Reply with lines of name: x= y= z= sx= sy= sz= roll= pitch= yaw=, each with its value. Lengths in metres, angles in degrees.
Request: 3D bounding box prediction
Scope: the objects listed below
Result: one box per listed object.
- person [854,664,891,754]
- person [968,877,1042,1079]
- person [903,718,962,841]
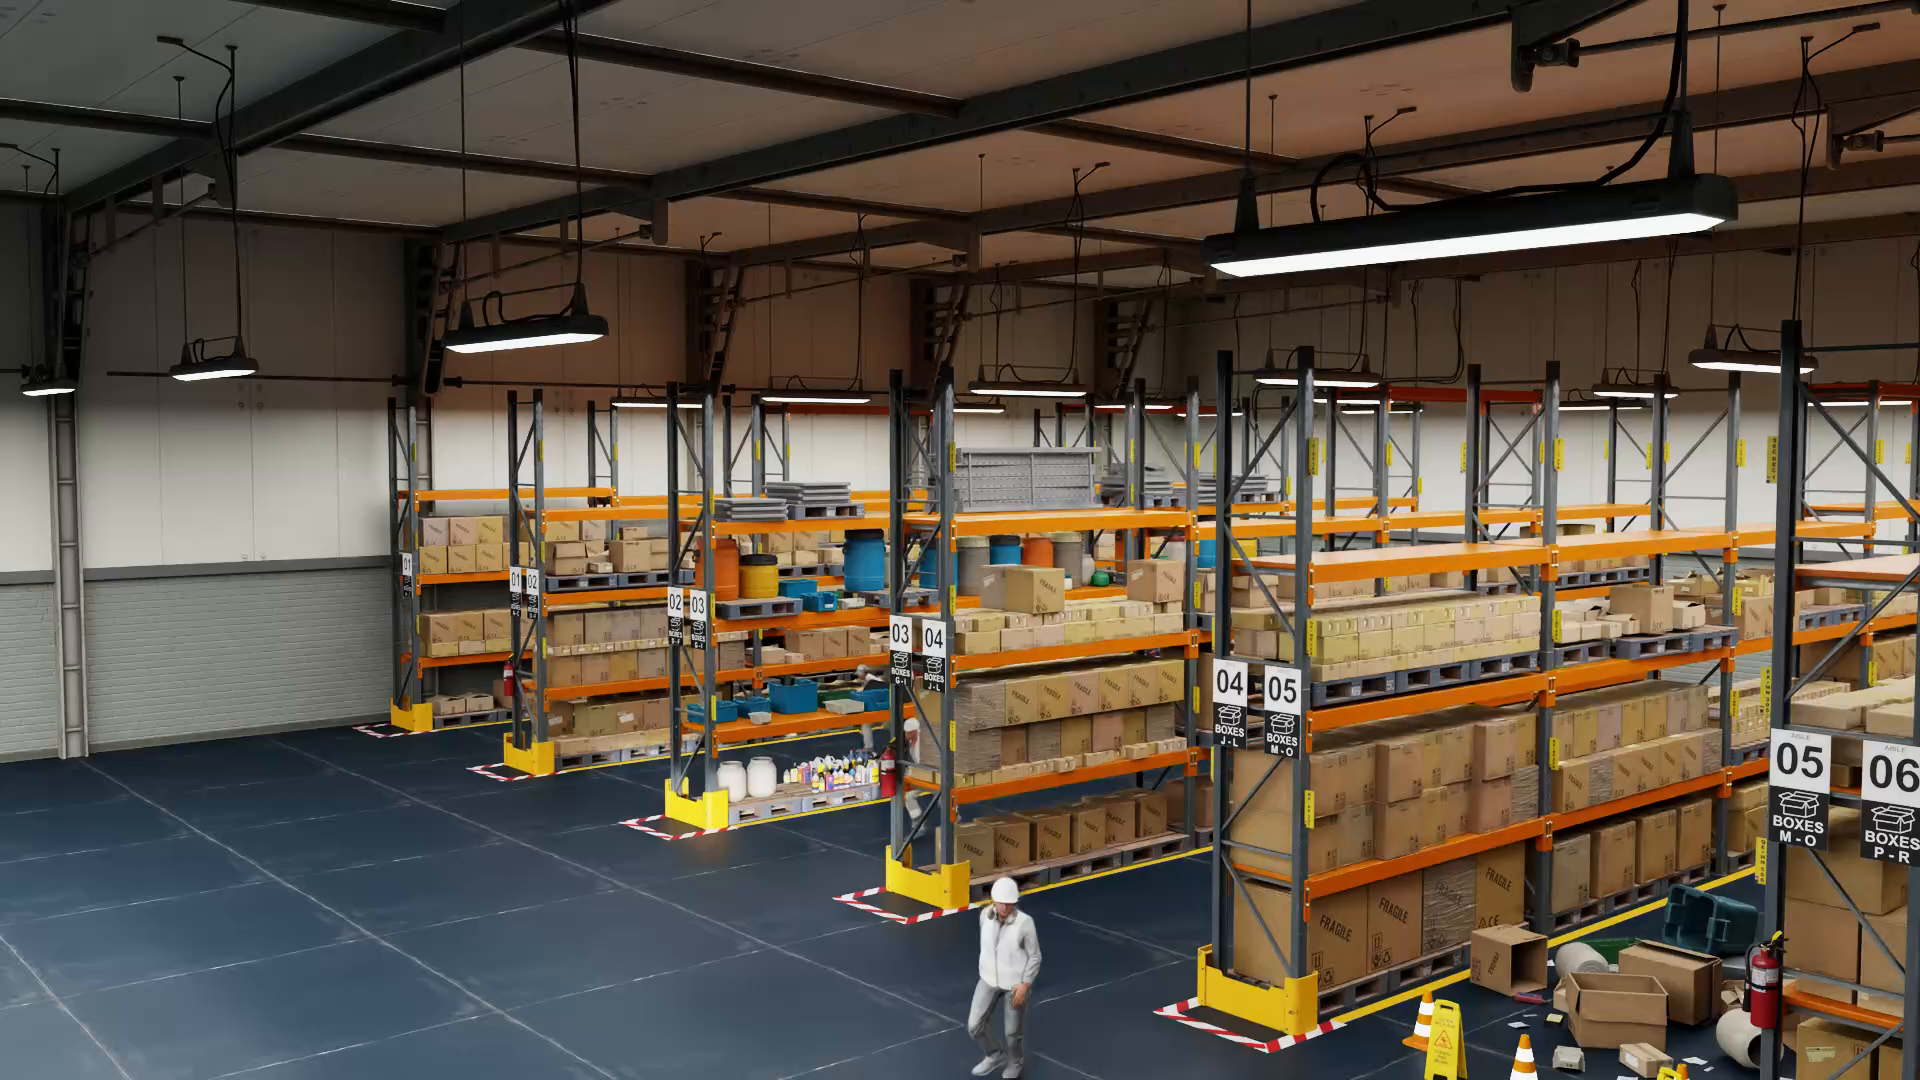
person: x=-1.286 y=2.792 z=27.693 sx=1.093 sy=1.516 sz=0.598 roll=-2 pitch=4 yaw=-29
person: x=0.387 y=3.515 z=13.300 sx=0.633 sy=1.718 sz=0.734 roll=1 pitch=4 yaw=23
person: x=-0.371 y=3.072 z=21.652 sx=1.088 sy=1.602 sz=0.700 roll=-3 pitch=4 yaw=-39
